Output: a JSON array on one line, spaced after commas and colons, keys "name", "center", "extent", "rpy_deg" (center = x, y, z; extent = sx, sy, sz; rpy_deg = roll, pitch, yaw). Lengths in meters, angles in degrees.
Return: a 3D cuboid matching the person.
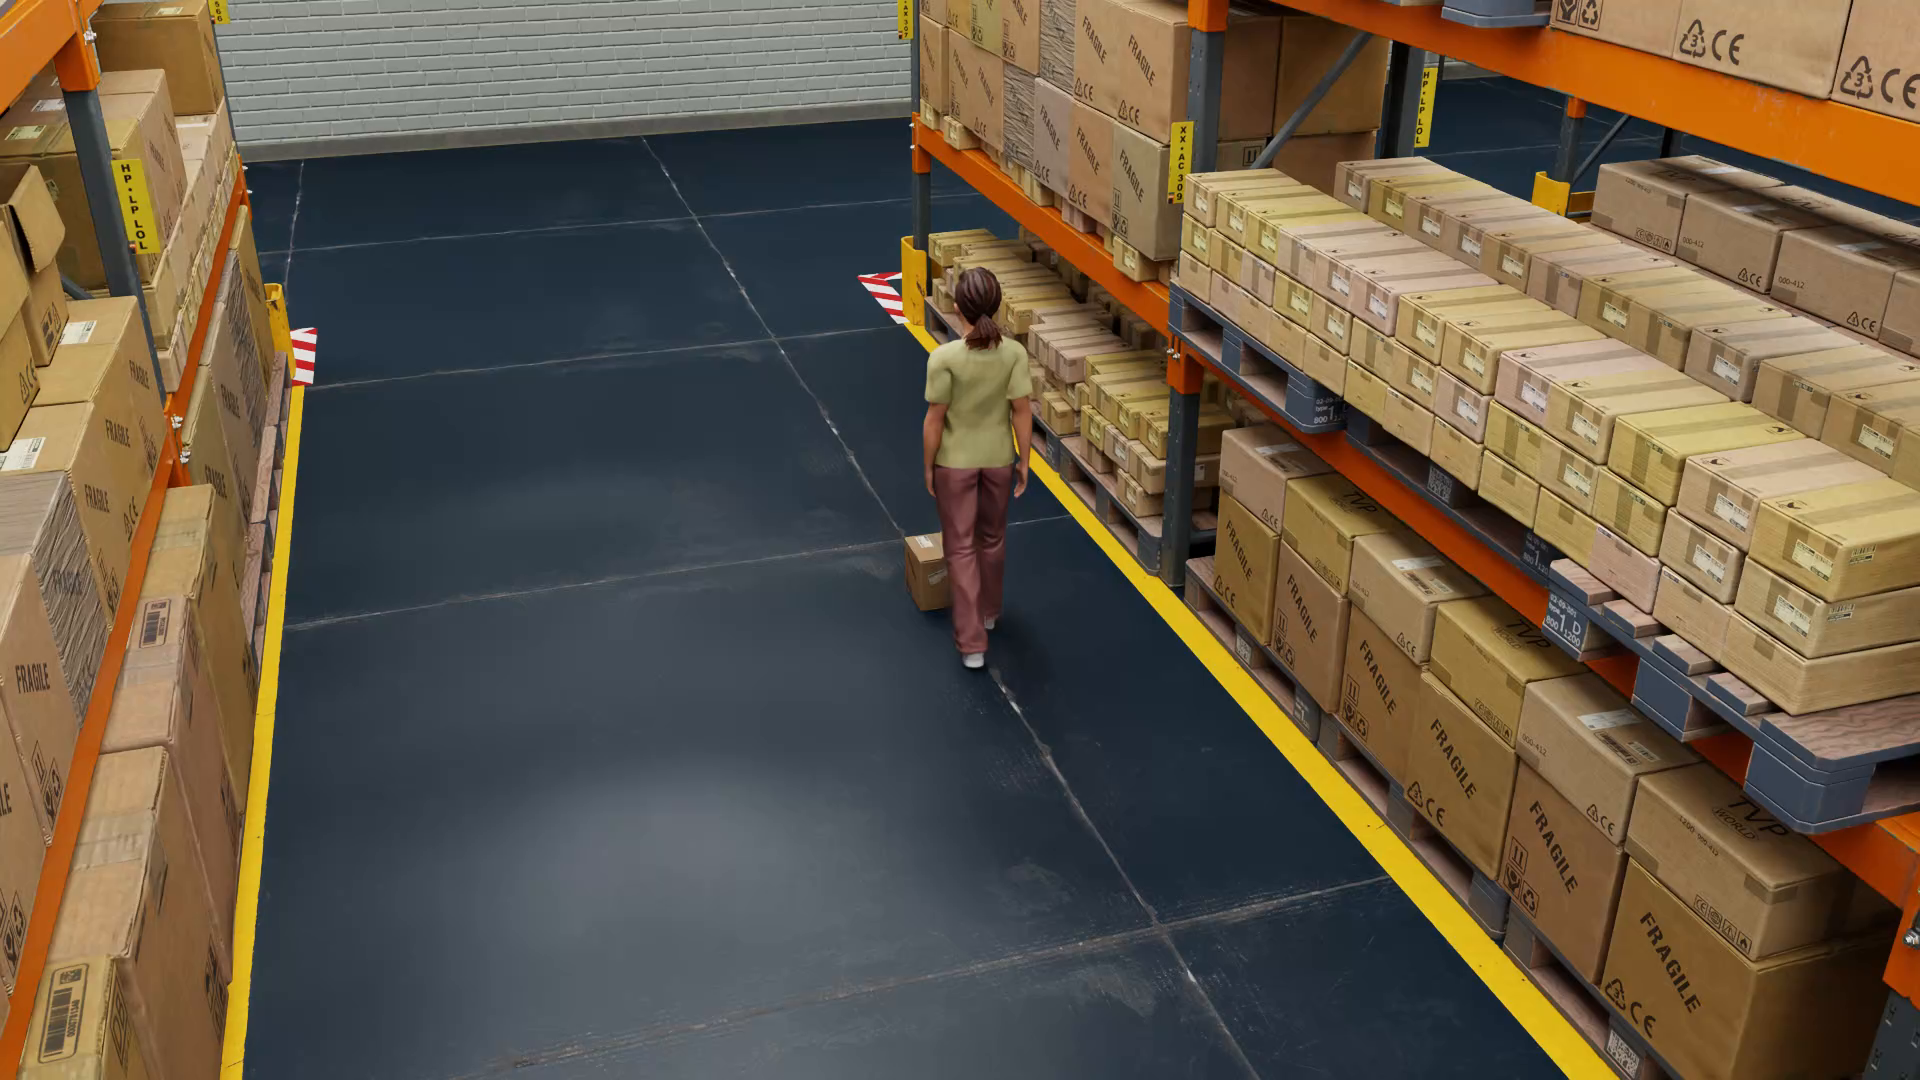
[{"name": "person", "center": [0.027, -0.333, 6.799], "extent": [0.438, 1.665, 0.616], "rpy_deg": [-8, 28, -16]}]
